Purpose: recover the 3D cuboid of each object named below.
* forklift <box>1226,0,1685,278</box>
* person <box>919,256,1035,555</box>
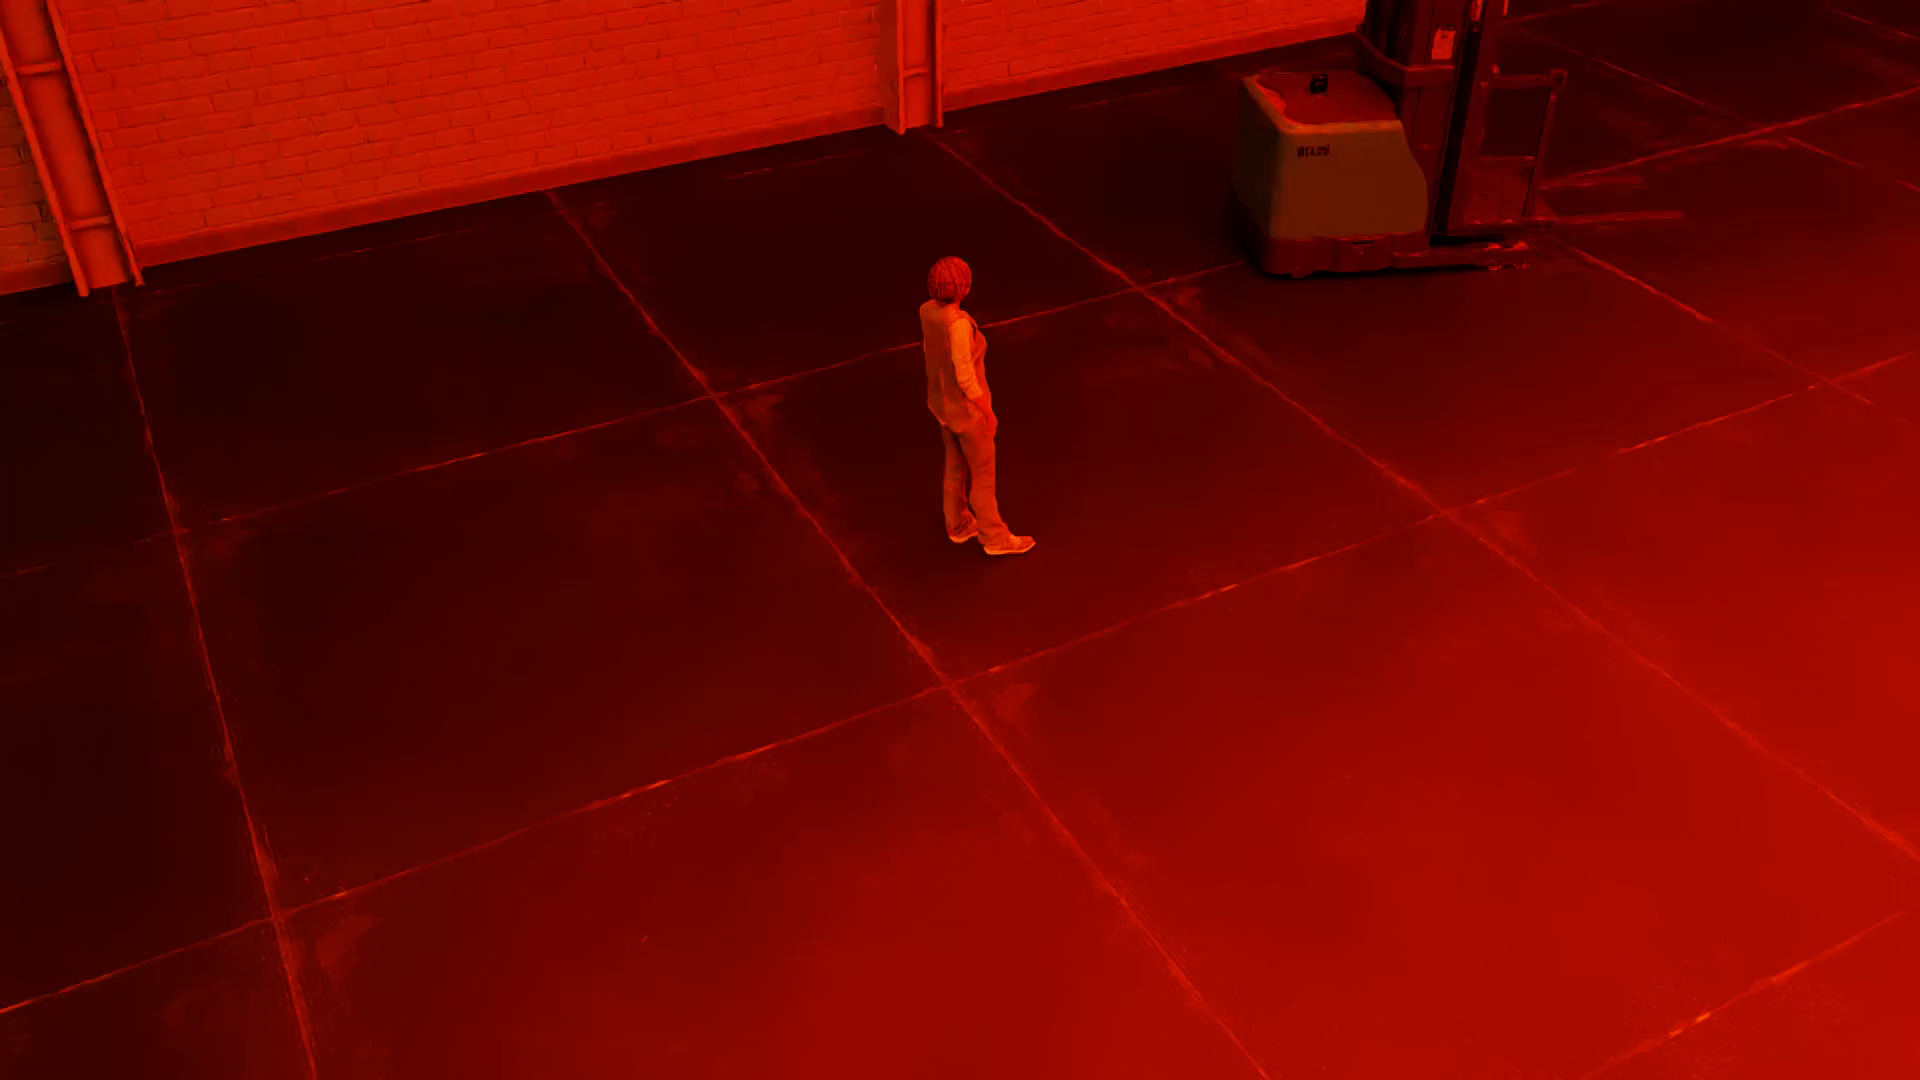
[{"bbox_3d":[3.449,-3.320,10.820,3.031,2.935,1.130,-5,36,-7],"label":"forklift"},{"bbox_3d":[0.072,-0.671,8.216,0.474,1.597,0.521,-17,39,-23],"label":"person"}]
